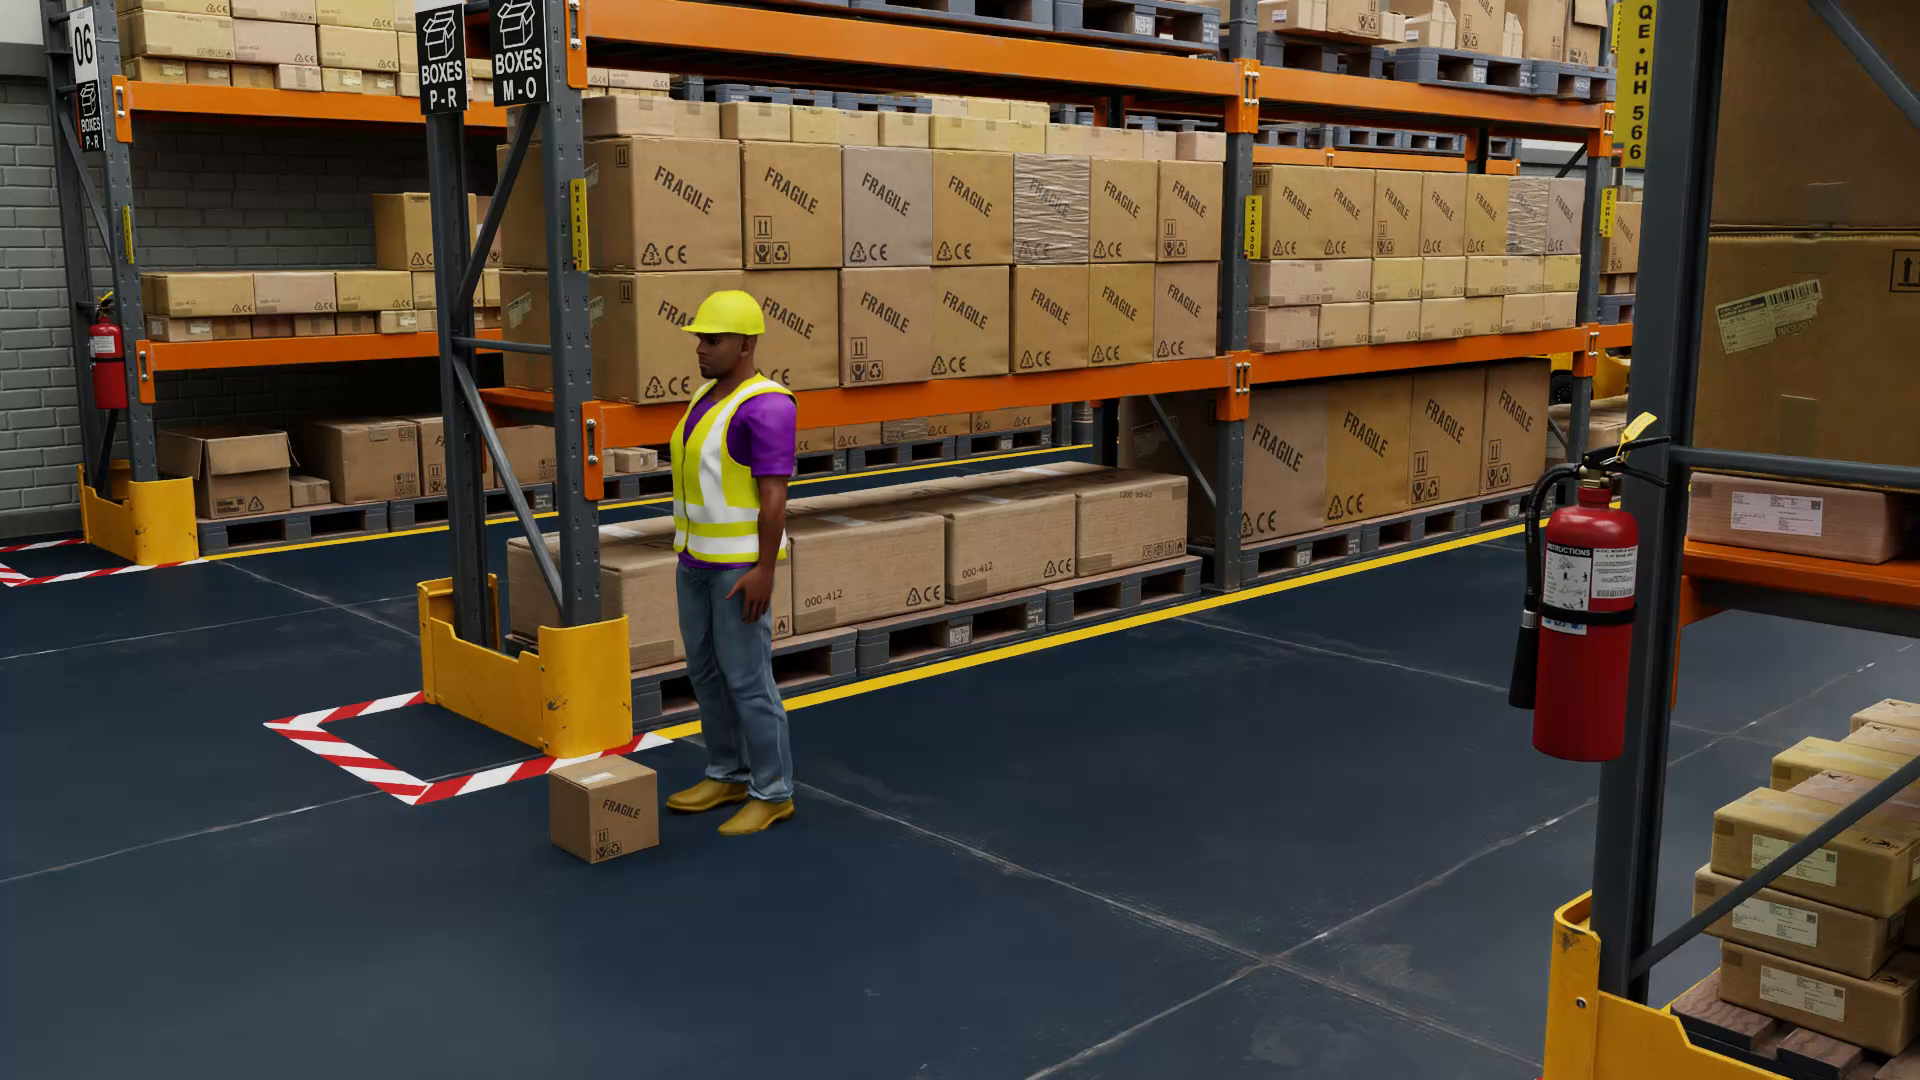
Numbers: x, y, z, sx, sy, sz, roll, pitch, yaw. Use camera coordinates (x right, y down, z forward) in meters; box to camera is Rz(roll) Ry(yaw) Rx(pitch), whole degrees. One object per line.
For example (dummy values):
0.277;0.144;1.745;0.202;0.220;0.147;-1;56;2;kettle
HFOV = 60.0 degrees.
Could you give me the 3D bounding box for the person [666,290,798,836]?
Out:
-0.763;0.078;5.500;0.368;1.785;0.564;-8;13;-36;person
